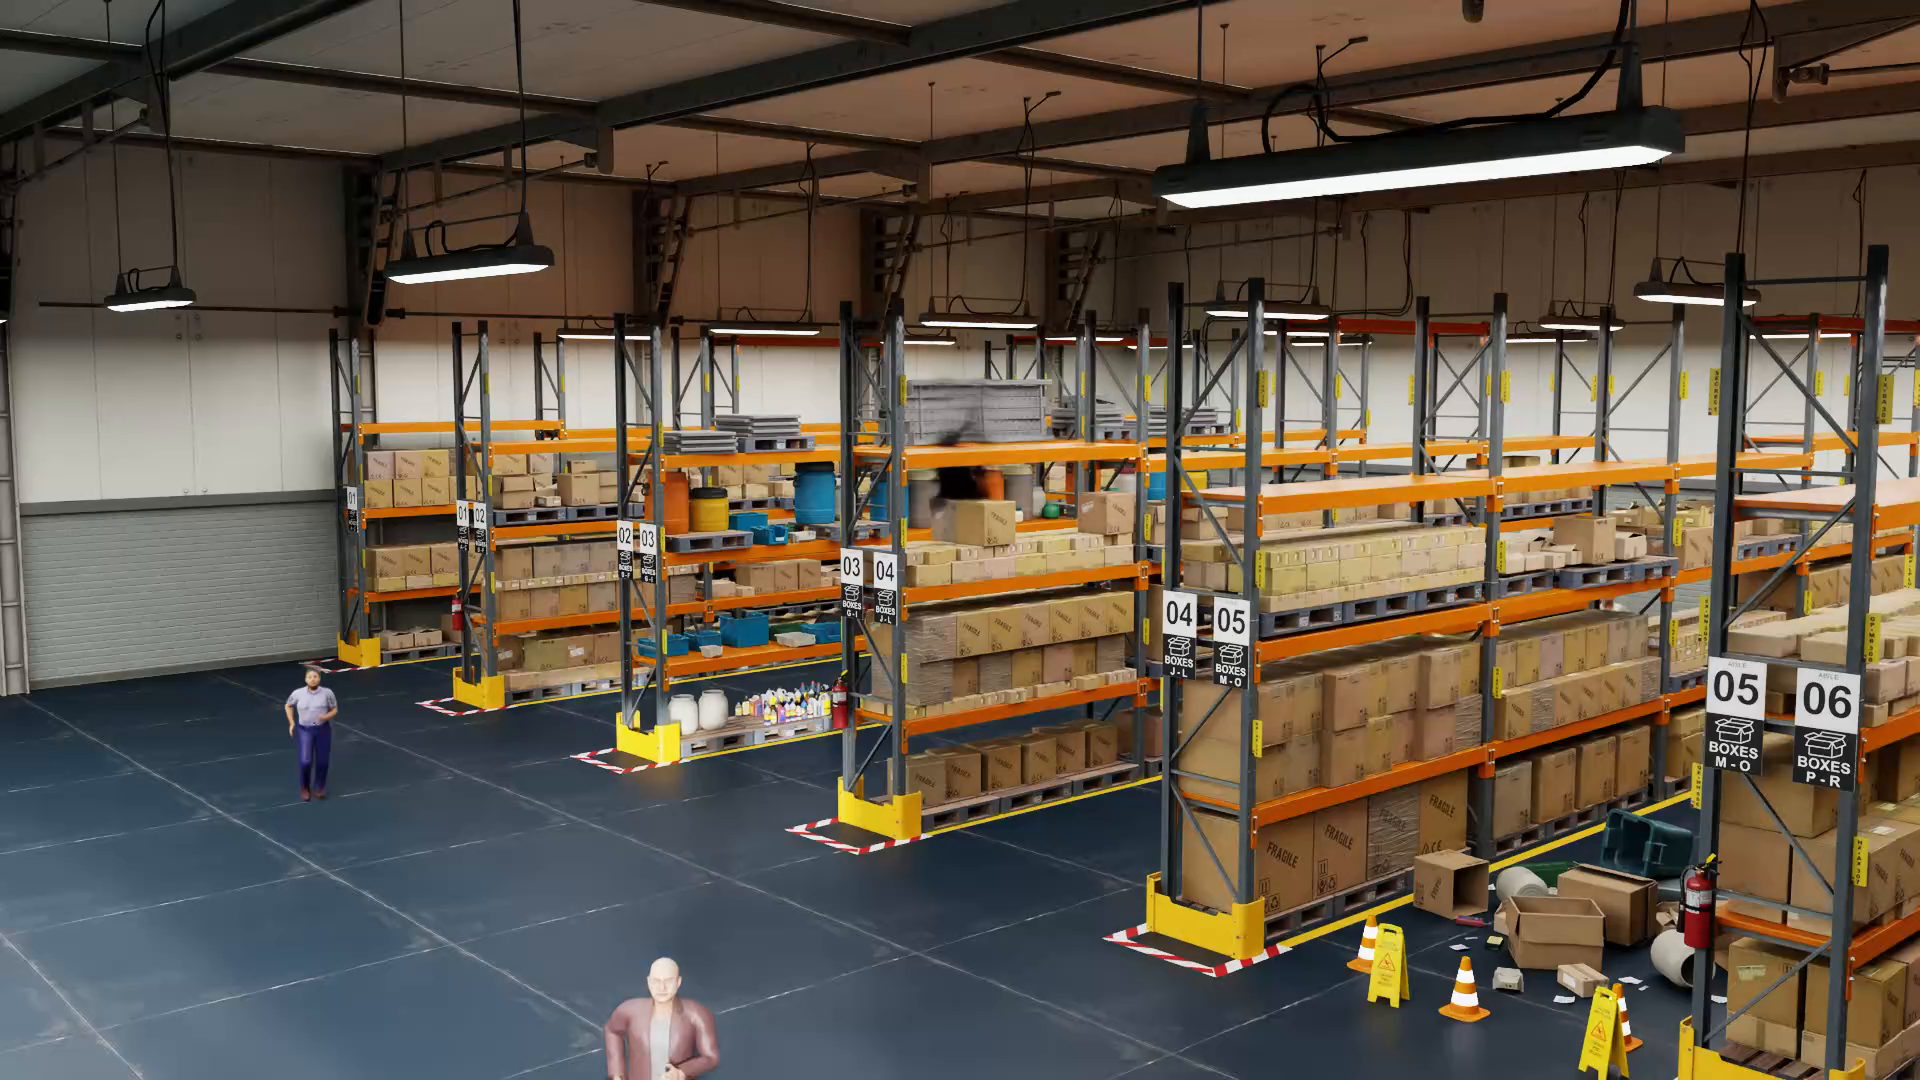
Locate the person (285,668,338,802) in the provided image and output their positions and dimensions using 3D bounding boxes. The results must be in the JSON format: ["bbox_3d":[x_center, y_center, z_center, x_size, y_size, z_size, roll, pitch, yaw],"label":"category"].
[{"bbox_3d":[-7.834,2.363,20.146,0.582,1.625,0.643,-3,6,-26],"label":"person"}]

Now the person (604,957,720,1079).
[{"bbox_3d":[-1.731,3.335,9.679,0.671,1.821,0.798,-1,6,-10],"label":"person"}]

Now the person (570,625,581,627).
[{"bbox_3d":[-6.771,1.451,29.515,0.550,1.565,0.814,4,7,35],"label":"person"}]

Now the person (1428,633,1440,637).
[{"bbox_3d":[6.256,2.123,22.075,0.691,1.780,0.670,5,8,43],"label":"person"}]

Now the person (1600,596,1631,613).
[{"bbox_3d":[10.444,1.629,26.853,0.626,1.749,0.652,-5,8,-42],"label":"person"}]
